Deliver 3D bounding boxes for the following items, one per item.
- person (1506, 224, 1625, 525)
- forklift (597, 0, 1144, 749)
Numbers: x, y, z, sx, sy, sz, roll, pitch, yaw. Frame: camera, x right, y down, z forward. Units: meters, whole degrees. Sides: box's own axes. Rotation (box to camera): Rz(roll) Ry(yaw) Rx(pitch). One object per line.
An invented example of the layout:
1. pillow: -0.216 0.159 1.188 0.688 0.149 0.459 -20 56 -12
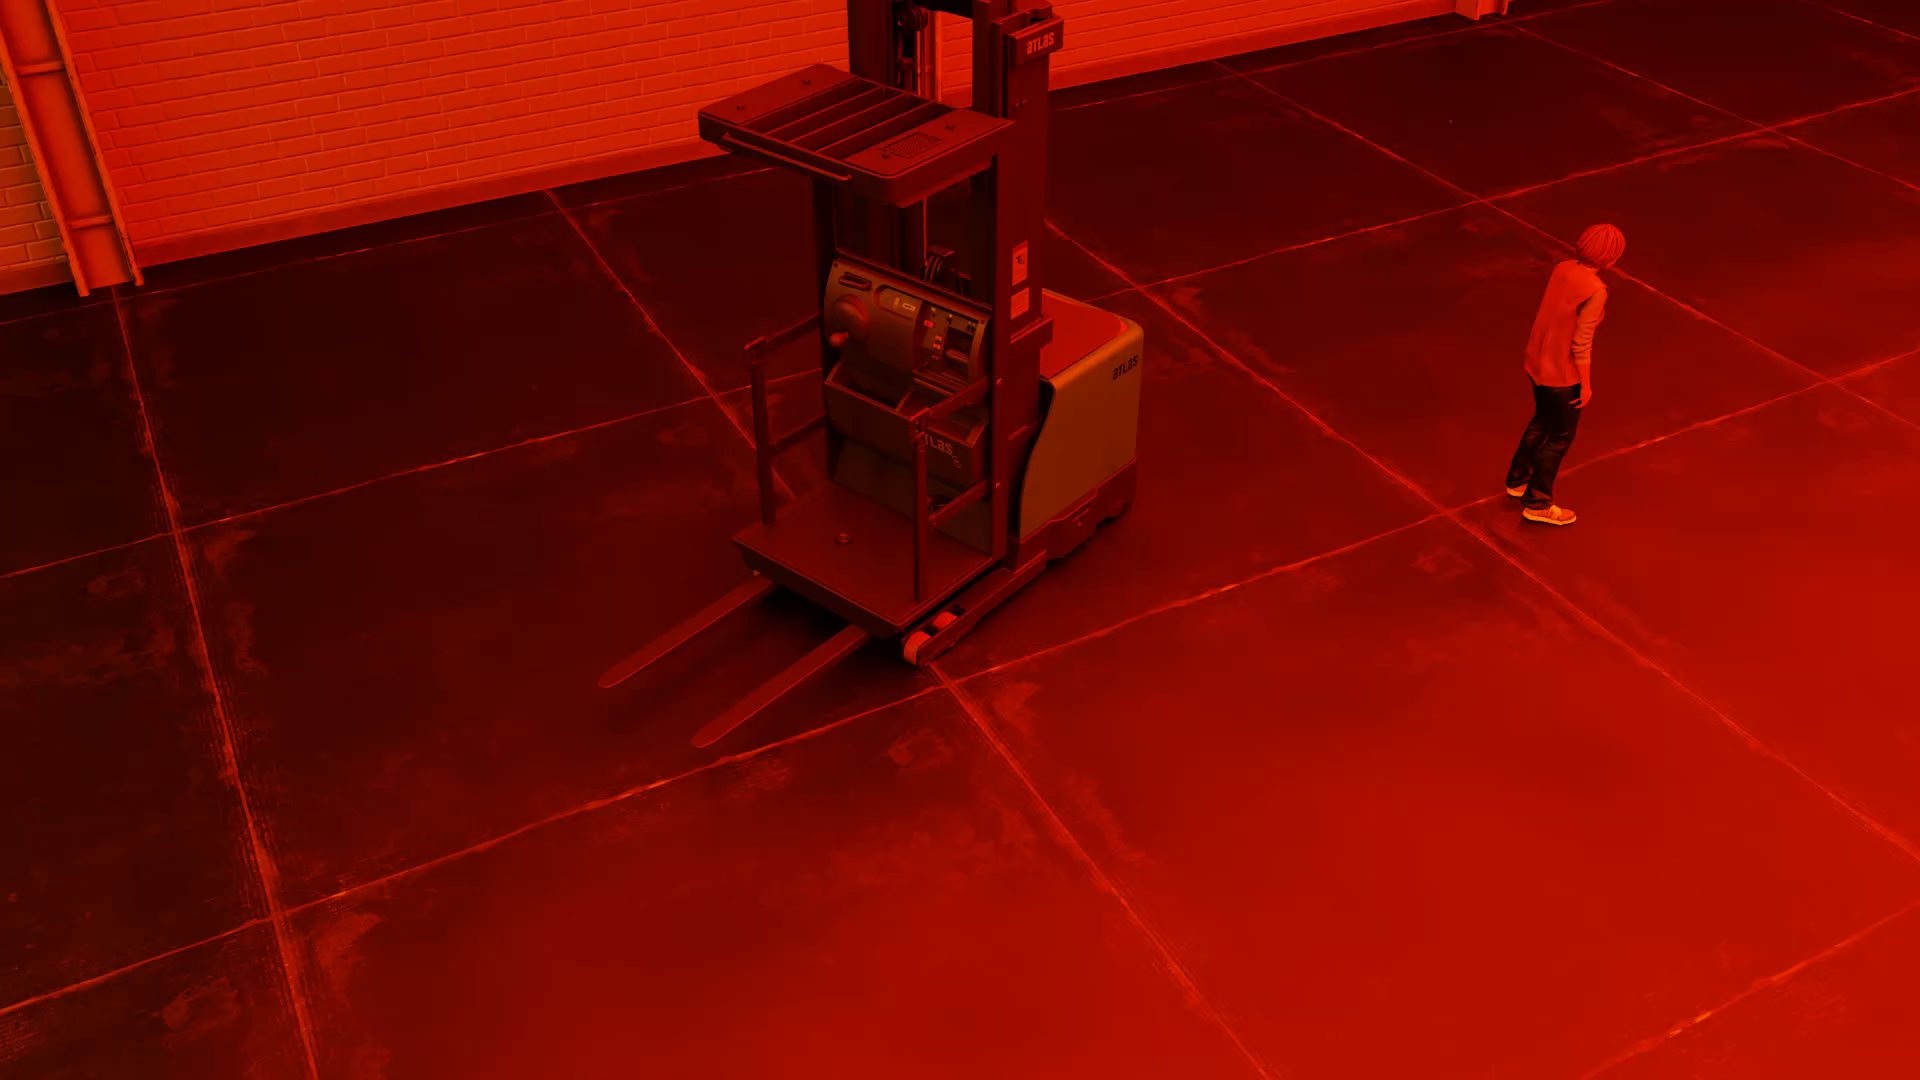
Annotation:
1. person: 3.070 -0.855 8.493 0.344 1.593 0.485 -5 36 -7
2. forklift: -0.390 -0.927 7.434 1.130 2.935 3.031 26 43 31
